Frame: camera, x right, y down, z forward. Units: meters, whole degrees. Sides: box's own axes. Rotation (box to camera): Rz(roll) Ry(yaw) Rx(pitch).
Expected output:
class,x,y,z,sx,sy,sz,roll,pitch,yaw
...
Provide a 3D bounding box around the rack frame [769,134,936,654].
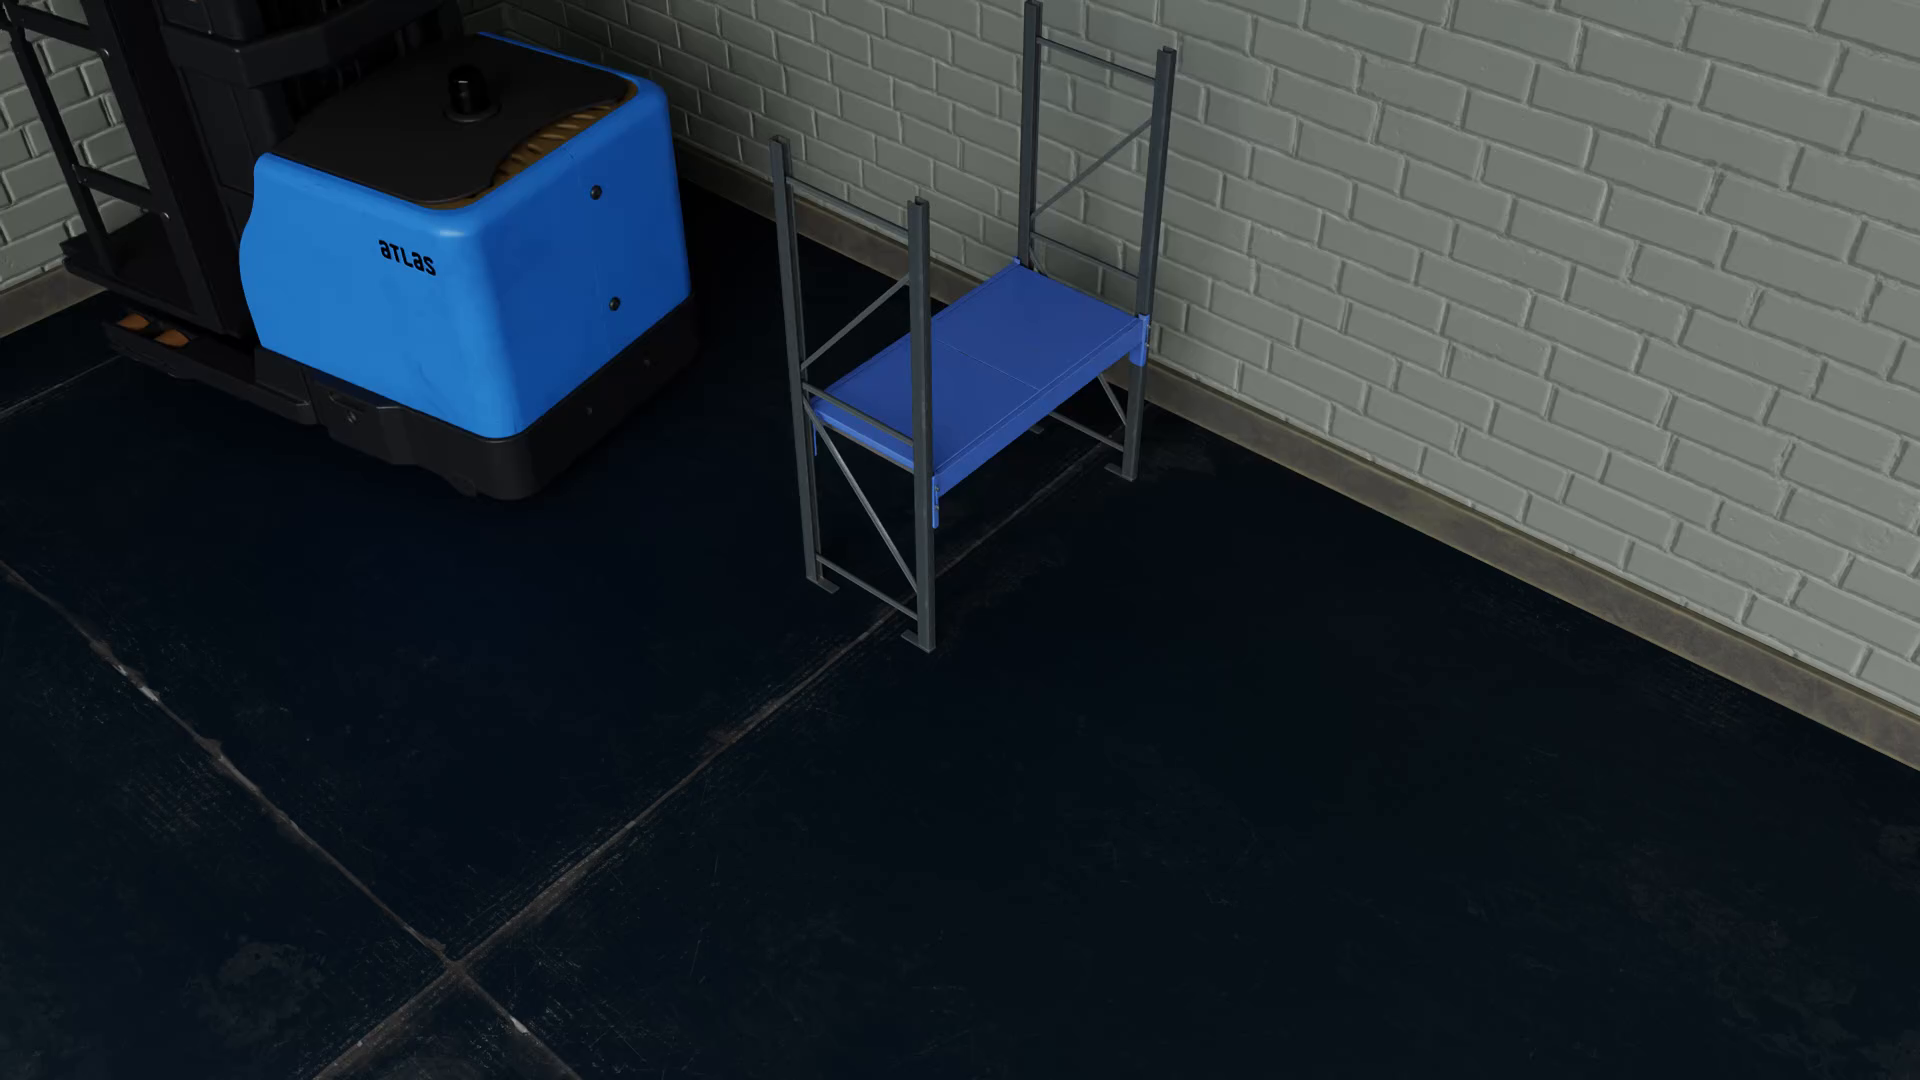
class,x,y,z,sx,sy,sz,roll,pitch,yaw
rack frame,-0.272,-0.337,4.506,0.500,1.500,0.032,29,50,28

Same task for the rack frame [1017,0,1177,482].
class,x,y,z,sx,sy,sz,roll,pitch,yaw
rack frame,0.382,-0.861,5.082,0.500,1.500,0.032,29,50,28

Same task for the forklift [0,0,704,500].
class,x,y,z,sx,sy,sz,roll,pitch,yaw
forklift,-2.445,-1.944,5.209,3.031,2.935,1.130,21,46,22

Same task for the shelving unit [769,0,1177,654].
class,x,y,z,sx,sy,sz,roll,pitch,yaw
shelving unit,0.055,-0.599,4.794,0.538,1.500,1.048,29,50,28

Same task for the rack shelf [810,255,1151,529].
class,x,y,z,sx,sy,sz,roll,pitch,yaw
rack shelf,0.055,-0.466,4.915,0.538,0.185,1.000,29,50,28
